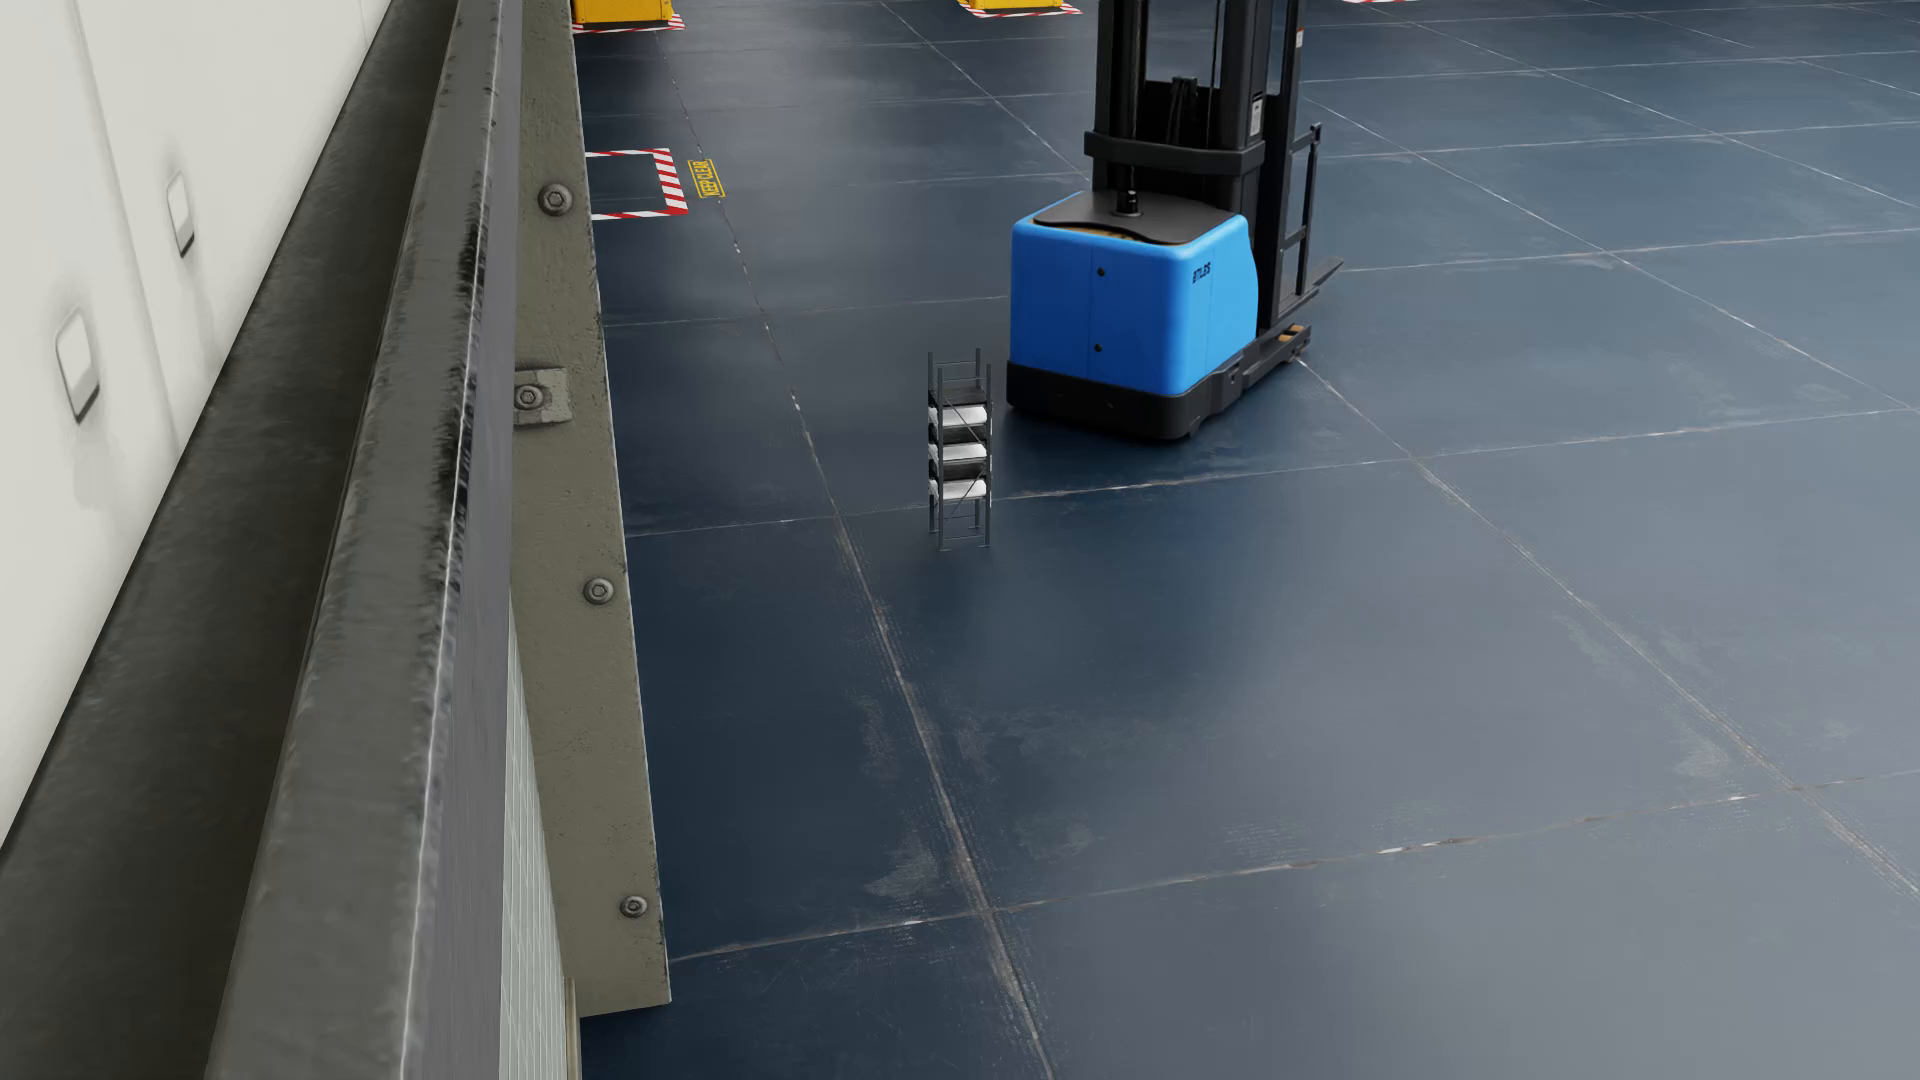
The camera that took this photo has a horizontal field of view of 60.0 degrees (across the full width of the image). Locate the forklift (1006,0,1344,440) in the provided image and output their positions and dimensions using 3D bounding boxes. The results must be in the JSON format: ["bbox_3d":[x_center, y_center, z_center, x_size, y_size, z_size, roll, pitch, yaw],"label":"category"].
[{"bbox_3d":[1.449,-2.452,9.355,1.130,2.935,3.031,15,31,28],"label":"forklift"}]

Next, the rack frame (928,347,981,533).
[{"bbox_3d":[-0.025,-0.450,7.643,0.240,0.900,0.006,-6,27,-12],"label":"rack frame"}]

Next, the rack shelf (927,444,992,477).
[{"bbox_3d":[-0.002,-0.376,7.569,0.258,0.077,0.200,-6,27,-12],"label":"rack shelf"}]

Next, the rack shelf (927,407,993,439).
[{"bbox_3d":[-0.002,-0.536,7.488,0.258,0.077,0.200,-6,27,-12],"label":"rack shelf"}]

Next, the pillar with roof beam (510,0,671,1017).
[{"bbox_3d":[3.132,-3.135,3.975,9.100,9.000,0.400,-6,27,-12],"label":"pillar with roof beam"}]

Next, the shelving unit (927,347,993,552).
[{"bbox_3d":[-0.002,-0.405,7.554,0.258,0.900,0.210,-6,27,-12],"label":"shelving unit"}]

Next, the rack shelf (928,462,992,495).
[{"bbox_3d":[-0.002,-0.295,7.610,0.258,0.077,0.200,-6,27,-12],"label":"rack shelf"}]

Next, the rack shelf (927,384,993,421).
[{"bbox_3d":[-0.002,-0.617,7.448,0.258,0.077,0.200,-6,27,-12],"label":"rack shelf"}]

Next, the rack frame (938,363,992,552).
[{"bbox_3d":[0.021,-0.361,7.466,0.240,0.900,0.006,-6,27,-12],"label":"rack frame"}]

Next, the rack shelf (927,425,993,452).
[{"bbox_3d":[-0.002,-0.456,7.529,0.258,0.077,0.200,-6,27,-12],"label":"rack shelf"}]

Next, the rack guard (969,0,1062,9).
[{"bbox_3d":[0.713,-7.081,21.224,1.175,0.500,0.348,-6,27,-12],"label":"rack guard"}]

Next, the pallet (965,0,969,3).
[{"bbox_3d":[0.495,-7.294,21.966,1.003,0.211,1.213,-6,27,-12],"label":"pallet"}]

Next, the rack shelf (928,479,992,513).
[{"bbox_3d":[-0.002,-0.215,7.650,0.258,0.077,0.200,-6,27,-12],"label":"rack shelf"}]

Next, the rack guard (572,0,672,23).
[{"bbox_3d":[-4.135,-6.620,20.311,1.175,0.500,0.348,-6,27,-12],"label":"rack guard"}]
